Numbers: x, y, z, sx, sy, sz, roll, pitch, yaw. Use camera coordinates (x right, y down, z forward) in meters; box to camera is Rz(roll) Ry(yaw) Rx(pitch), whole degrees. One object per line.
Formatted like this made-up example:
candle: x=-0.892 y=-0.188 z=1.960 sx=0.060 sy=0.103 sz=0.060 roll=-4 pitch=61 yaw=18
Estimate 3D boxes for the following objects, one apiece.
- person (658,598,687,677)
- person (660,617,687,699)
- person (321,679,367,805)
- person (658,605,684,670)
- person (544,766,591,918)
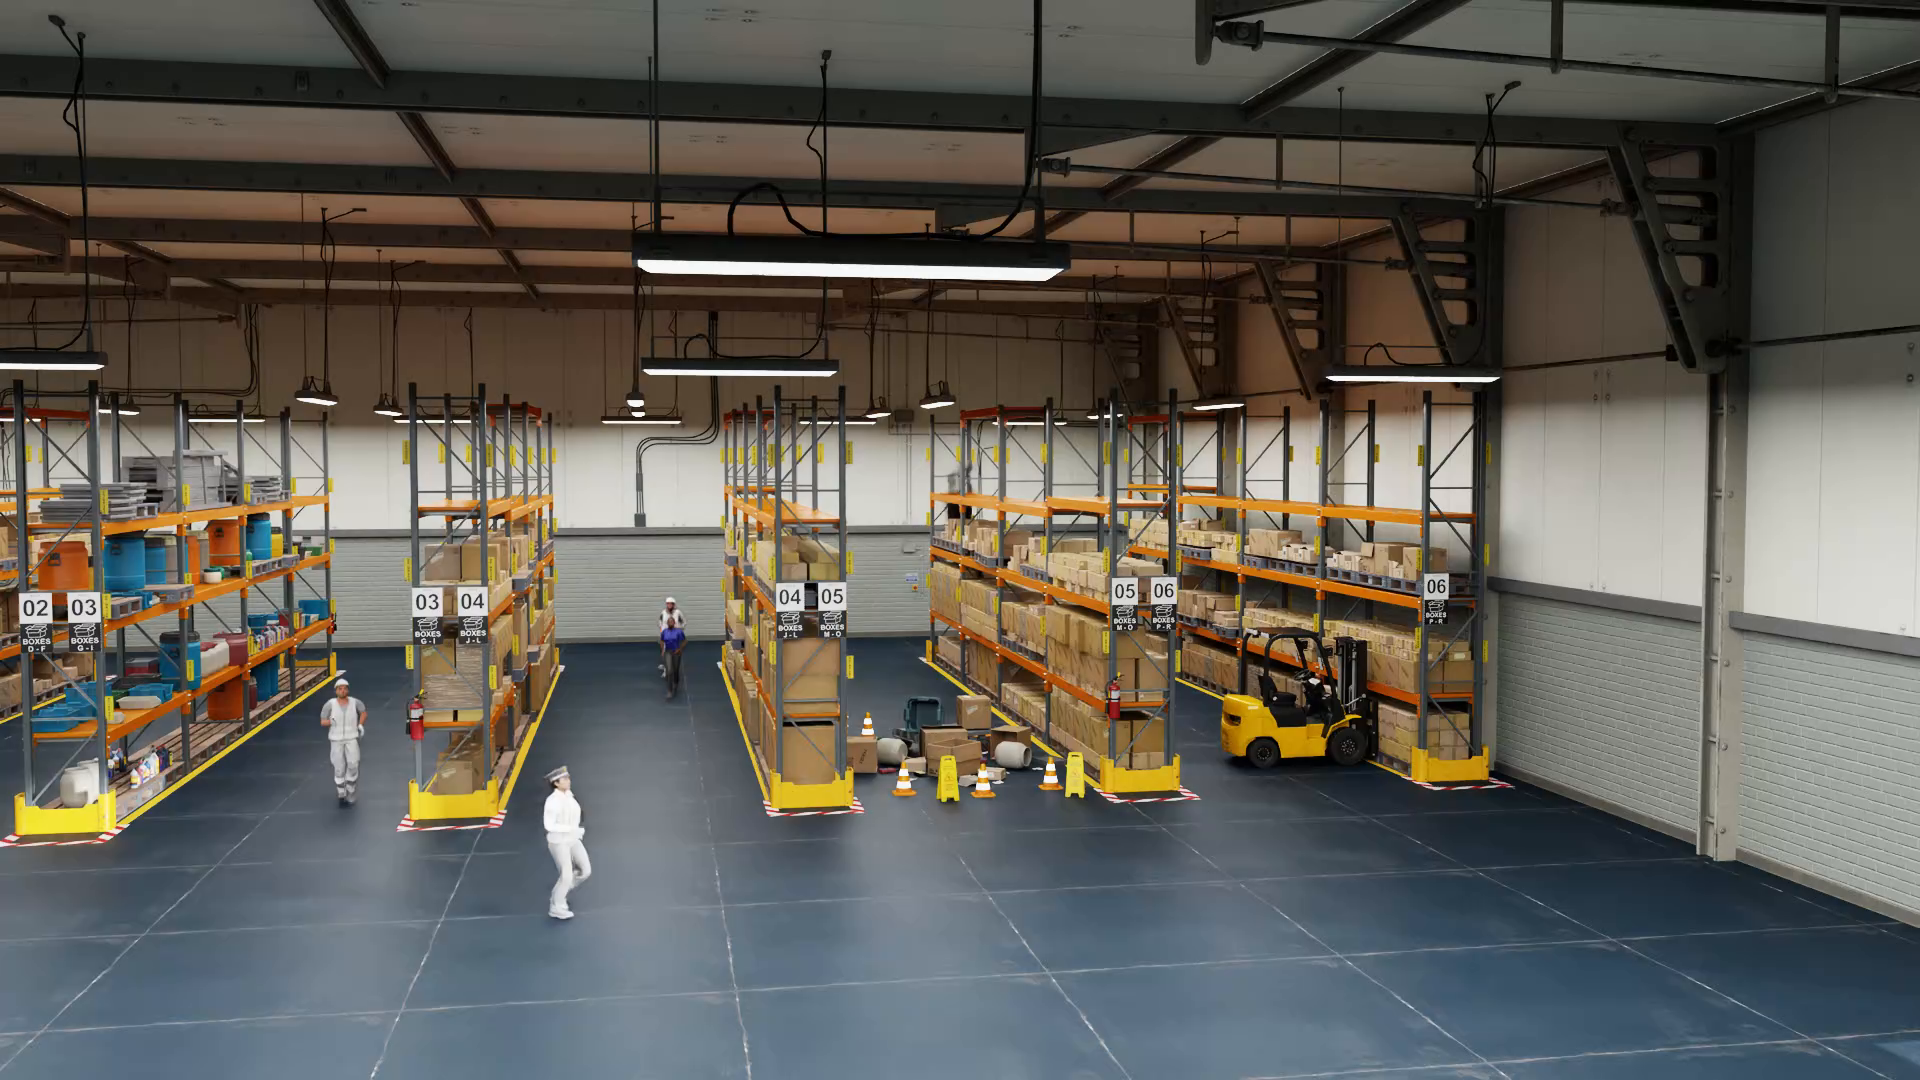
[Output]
person: x=-6.564 y=2.196 z=37.978 sx=0.669 sy=1.792 sz=0.828 roll=0 pitch=3 yaw=-2
person: x=-5.971 y=2.430 z=34.639 sx=0.578 sy=1.685 sz=0.776 roll=0 pitch=3 yaw=-3
person: x=-8.836 y=2.903 z=23.876 sx=0.635 sy=1.809 sz=0.681 roll=-1 pitch=3 yaw=-22
person: x=-6.789 y=2.261 z=38.915 sx=0.639 sy=1.541 sz=0.582 roll=0 pitch=3 yaw=8
person: x=-4.216 y=3.254 z=17.954 sx=0.542 sy=1.654 sz=0.603 roll=1 pitch=3 yaw=20
